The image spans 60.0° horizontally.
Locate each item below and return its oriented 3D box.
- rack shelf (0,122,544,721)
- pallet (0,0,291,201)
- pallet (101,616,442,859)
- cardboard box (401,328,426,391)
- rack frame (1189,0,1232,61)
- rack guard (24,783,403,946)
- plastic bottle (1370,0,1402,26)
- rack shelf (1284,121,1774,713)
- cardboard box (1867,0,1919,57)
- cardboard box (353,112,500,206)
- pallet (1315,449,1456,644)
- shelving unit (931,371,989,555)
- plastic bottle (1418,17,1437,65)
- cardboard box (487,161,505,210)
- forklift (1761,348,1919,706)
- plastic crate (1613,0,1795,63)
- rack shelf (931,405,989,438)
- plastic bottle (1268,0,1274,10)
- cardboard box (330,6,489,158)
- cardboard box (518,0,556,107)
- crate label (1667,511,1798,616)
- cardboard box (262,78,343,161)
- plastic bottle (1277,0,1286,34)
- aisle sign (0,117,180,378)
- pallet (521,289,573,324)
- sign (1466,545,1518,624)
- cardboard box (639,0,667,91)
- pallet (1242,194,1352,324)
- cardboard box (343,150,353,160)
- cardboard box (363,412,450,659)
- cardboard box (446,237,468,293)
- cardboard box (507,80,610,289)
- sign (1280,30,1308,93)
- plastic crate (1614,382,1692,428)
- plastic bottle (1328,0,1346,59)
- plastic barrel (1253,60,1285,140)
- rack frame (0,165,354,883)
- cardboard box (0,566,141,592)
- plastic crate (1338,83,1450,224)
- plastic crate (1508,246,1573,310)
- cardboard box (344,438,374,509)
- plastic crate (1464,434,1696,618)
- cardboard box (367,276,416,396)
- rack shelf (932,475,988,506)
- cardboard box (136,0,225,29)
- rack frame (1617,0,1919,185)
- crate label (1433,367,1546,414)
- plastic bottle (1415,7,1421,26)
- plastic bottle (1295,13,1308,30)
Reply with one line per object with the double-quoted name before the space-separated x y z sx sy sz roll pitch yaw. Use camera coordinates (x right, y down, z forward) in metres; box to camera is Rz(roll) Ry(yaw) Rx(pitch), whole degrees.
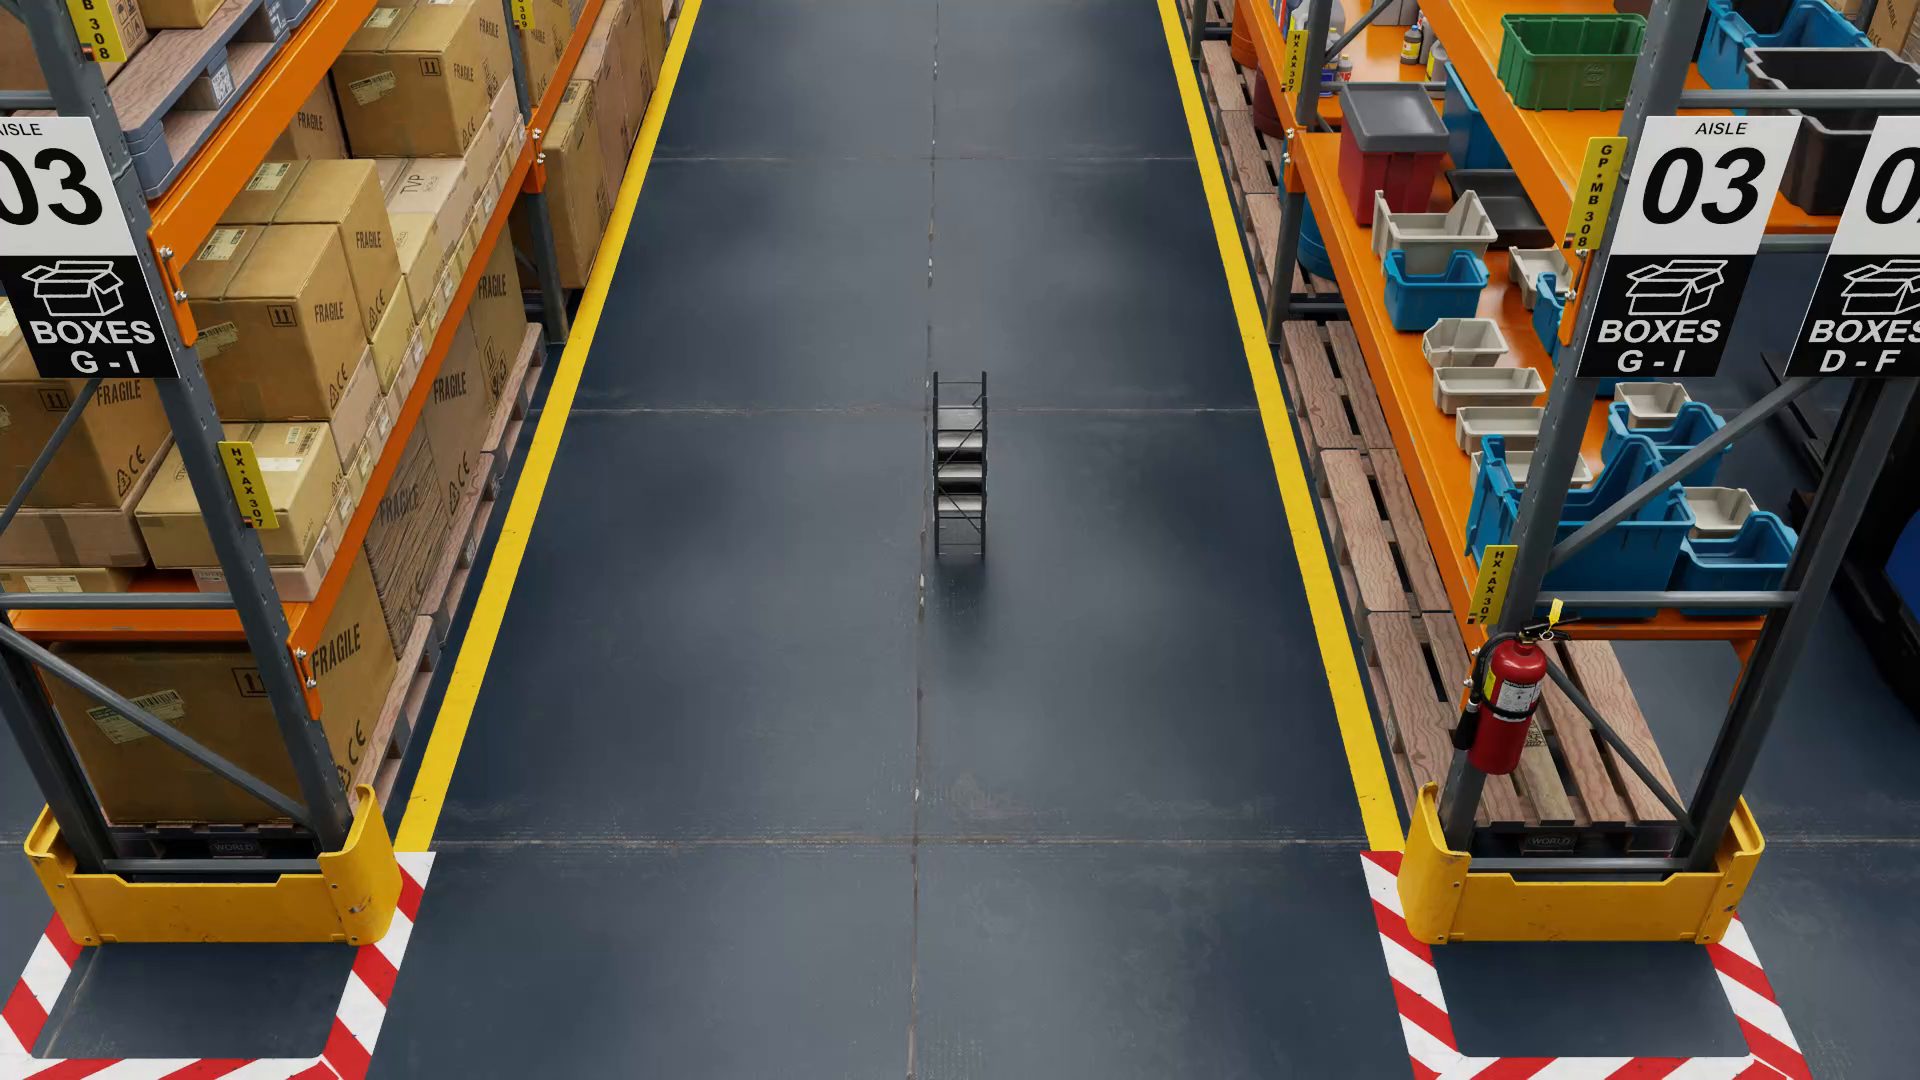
"rack shelf" -2.715 -0.768 7.131 1.077 0.370 4.000 0 39 0
"pallet" -2.724 -1.398 5.014 1.003 0.211 1.213 0 39 0
"pallet" -2.792 0.790 6.841 1.003 0.211 1.213 0 39 0
"cardboard box" -2.387 -0.726 6.704 0.380 0.149 0.250 0 39 -1
"rack frame" 2.231 -4.804 11.592 1.000 3.000 0.127 0 39 0
"rack guard" -2.713 1.192 6.108 1.175 0.500 0.348 0 39 0
"plastic bottle" 2.463 -3.123 9.594 0.152 0.276 0.135 0 39 0
"rack shelf" 2.238 -0.772 7.135 1.077 0.370 4.000 0 39 0
"cardboard box" 6.899 -3.717 11.882 0.500 0.500 0.500 2 39 2
"cardboard box" -2.451 -1.758 7.672 0.500 0.250 0.500 1 39 1
"pallet" 2.280 0.010 7.815 1.003 0.211 1.213 0 39 0
"shelving unit" 0.000 -0.346 7.708 0.258 0.900 0.210 0 39 0
"plastic bottle" 2.616 -2.773 9.157 0.152 0.276 0.135 0 39 0
"cardboard box" -2.389 -1.690 7.906 0.380 0.149 0.250 -1 39 -1
"forklift" 4.599 -1.048 6.960 1.130 2.935 3.031 1 39 1
"plastic crate" 2.513 -1.904 5.623 0.504 0.338 0.767 0 39 0
"rack shelf" 0.000 -0.531 7.560 0.258 0.077 0.200 0 39 0
"plastic bottle" 1.911 -3.274 9.781 0.152 0.276 0.135 0 39 0
"cardboard box" -2.453 -2.049 7.436 0.500 0.500 0.500 0 39 0
"cardboard box" -2.468 -2.626 8.794 0.500 0.500 0.500 0 39 0
"crate label" 2.569 0.086 5.576 0.416 0.233 0.303 0 39 0
"cardboard box" -2.974 -1.717 7.021 0.500 0.500 0.500 -1 39 -1
"plastic bottle" 1.911 -3.045 9.495 0.152 0.276 0.135 0 39 0
"aisle sign" -2.413 -0.768 4.476 0.394 0.787 0.004 0 39 0
"pallet" -2.793 -1.694 9.940 1.003 0.211 1.213 0 39 0
"sign" 1.690 0.145 5.285 0.100 0.325 0.005 0 39 0
"cardboard box" -2.742 -3.704 11.582 1.225 0.875 0.875 -2 39 -2
"pallet" 2.277 -1.697 9.945 1.003 0.211 1.213 0 39 0
"cardboard box" -2.983 -1.752 7.665 0.500 0.250 0.500 0 39 0
"cardboard box" -2.794 -0.102 7.088 0.875 0.875 0.875 0 39 0
"cardboard box" -2.387 -1.207 7.304 0.380 0.149 0.250 -1 39 -1
"cardboard box" -2.738 -2.034 9.499 1.225 0.875 0.875 0 39 0
"sign" 1.686 -2.412 8.385 0.100 0.325 0.005 0 39 0
"plastic crate" 2.651 -0.502 6.386 0.250 0.136 0.298 0 39 0
"plastic bottle" 2.052 -2.859 9.203 0.144 0.351 0.185 0 39 0
"plastic barrel" 2.250 -3.015 10.952 0.600 0.588 0.708 0 39 0
"rack frame" -2.713 0.202 5.345 1.000 3.000 0.127 0 39 0
"cardboard box" -3.042 0.077 5.701 0.380 0.149 0.250 1 39 1
"plastic crate" 1.986 -1.793 7.735 0.402 0.464 0.583 0 39 0
"plastic crate" 2.538 -1.135 7.176 0.293 0.136 0.466 0 39 0
"cardboard box" -2.385 -0.243 6.101 0.380 0.149 0.250 -1 39 -1
"plastic crate" 2.053 -0.048 5.581 0.616 0.435 0.499 0 39 0
"cardboard box" -2.447 -0.795 6.471 0.500 0.250 0.500 -1 39 -2
"rack shelf" 0.000 -0.250 7.785 0.258 0.077 0.200 0 39 0
"cardboard box" -2.647 -1.888 5.058 0.700 0.500 0.500 -1 39 -2
"rack frame" 2.240 -2.143 3.473 1.000 3.000 0.127 0 39 0
"crate label" 2.048 -0.587 6.493 0.396 0.136 0.243 0 39 0
"plastic bottle" 2.661 -3.043 9.487 0.061 0.283 0.133 0 39 0
"plastic bottle" 1.912 -2.729 9.102 0.152 0.276 0.135 0 39 0
